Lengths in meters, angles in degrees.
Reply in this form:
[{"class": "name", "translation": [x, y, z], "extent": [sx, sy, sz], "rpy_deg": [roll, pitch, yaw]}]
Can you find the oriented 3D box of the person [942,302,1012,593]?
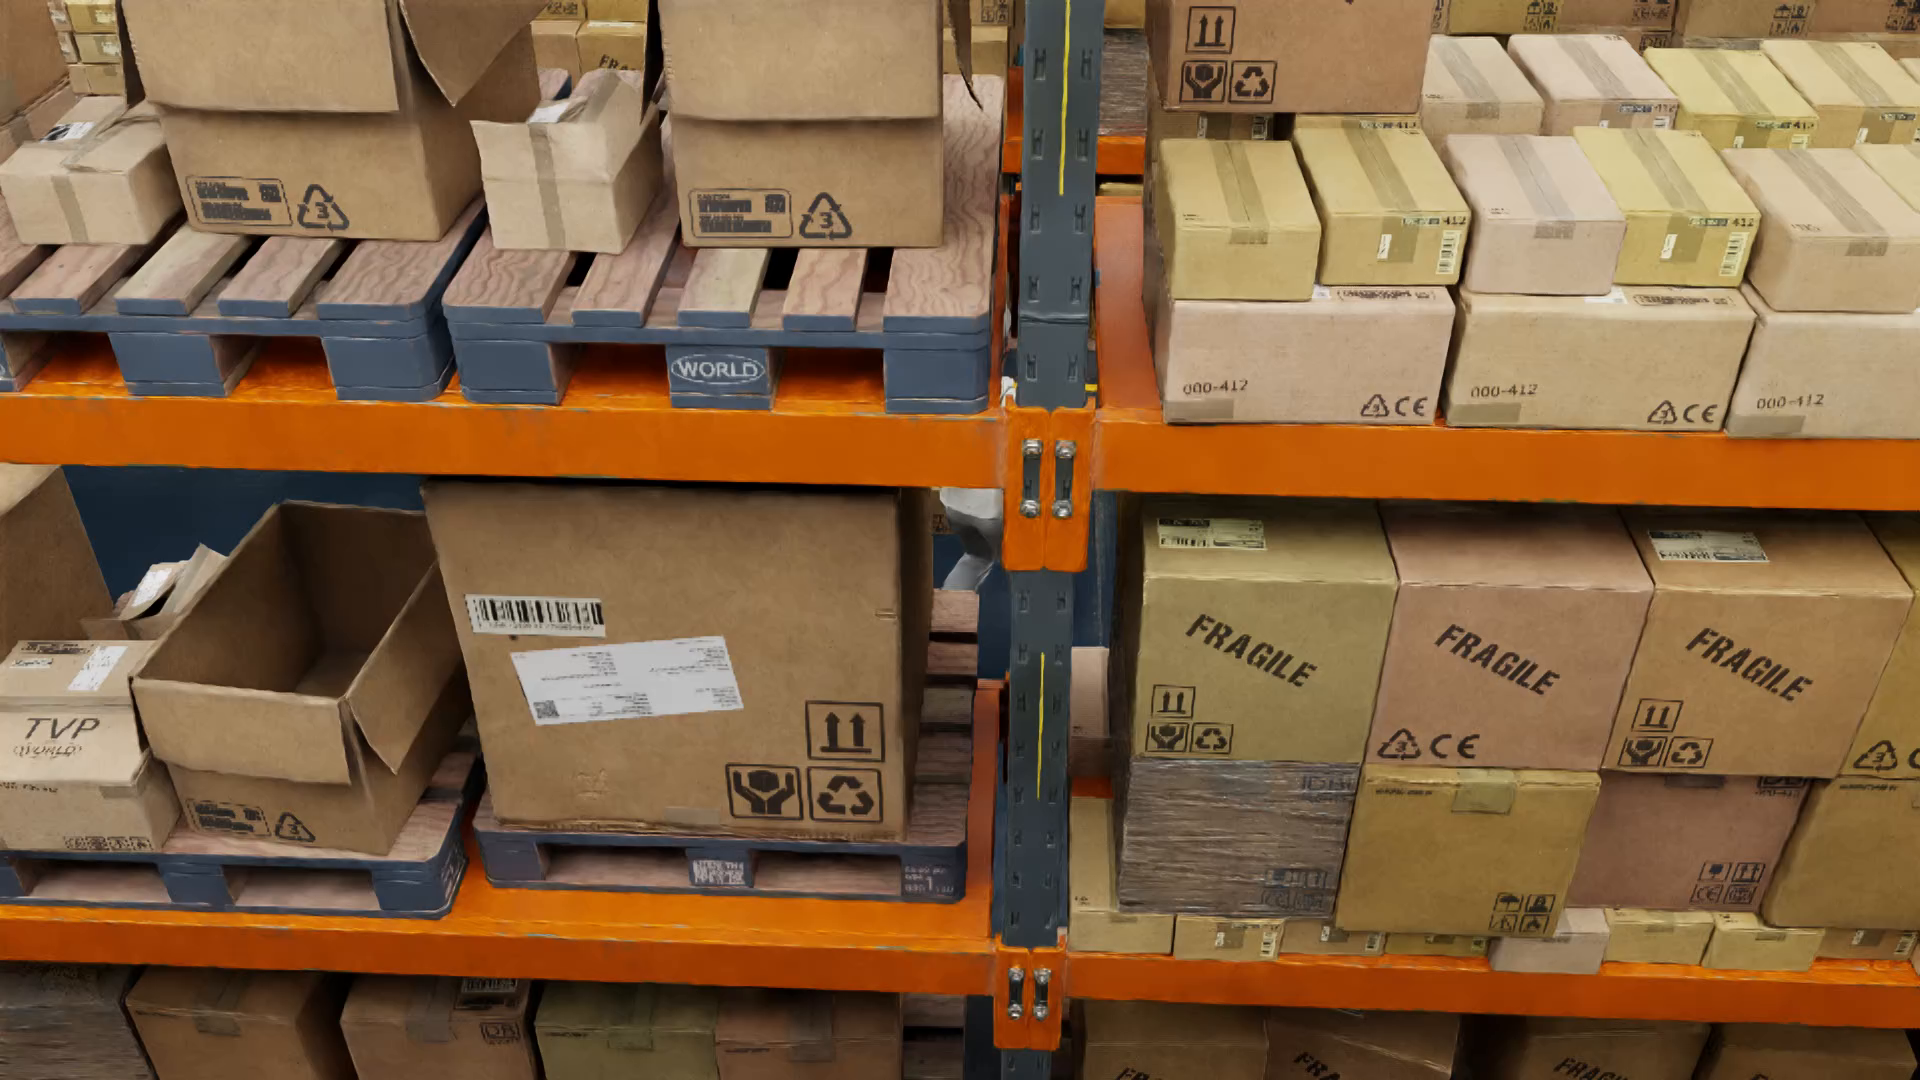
[{"class": "person", "translation": [0.184, -0.139, 6.267], "extent": [0.540, 1.585, 0.475], "rpy_deg": [19, 40, 25]}]
